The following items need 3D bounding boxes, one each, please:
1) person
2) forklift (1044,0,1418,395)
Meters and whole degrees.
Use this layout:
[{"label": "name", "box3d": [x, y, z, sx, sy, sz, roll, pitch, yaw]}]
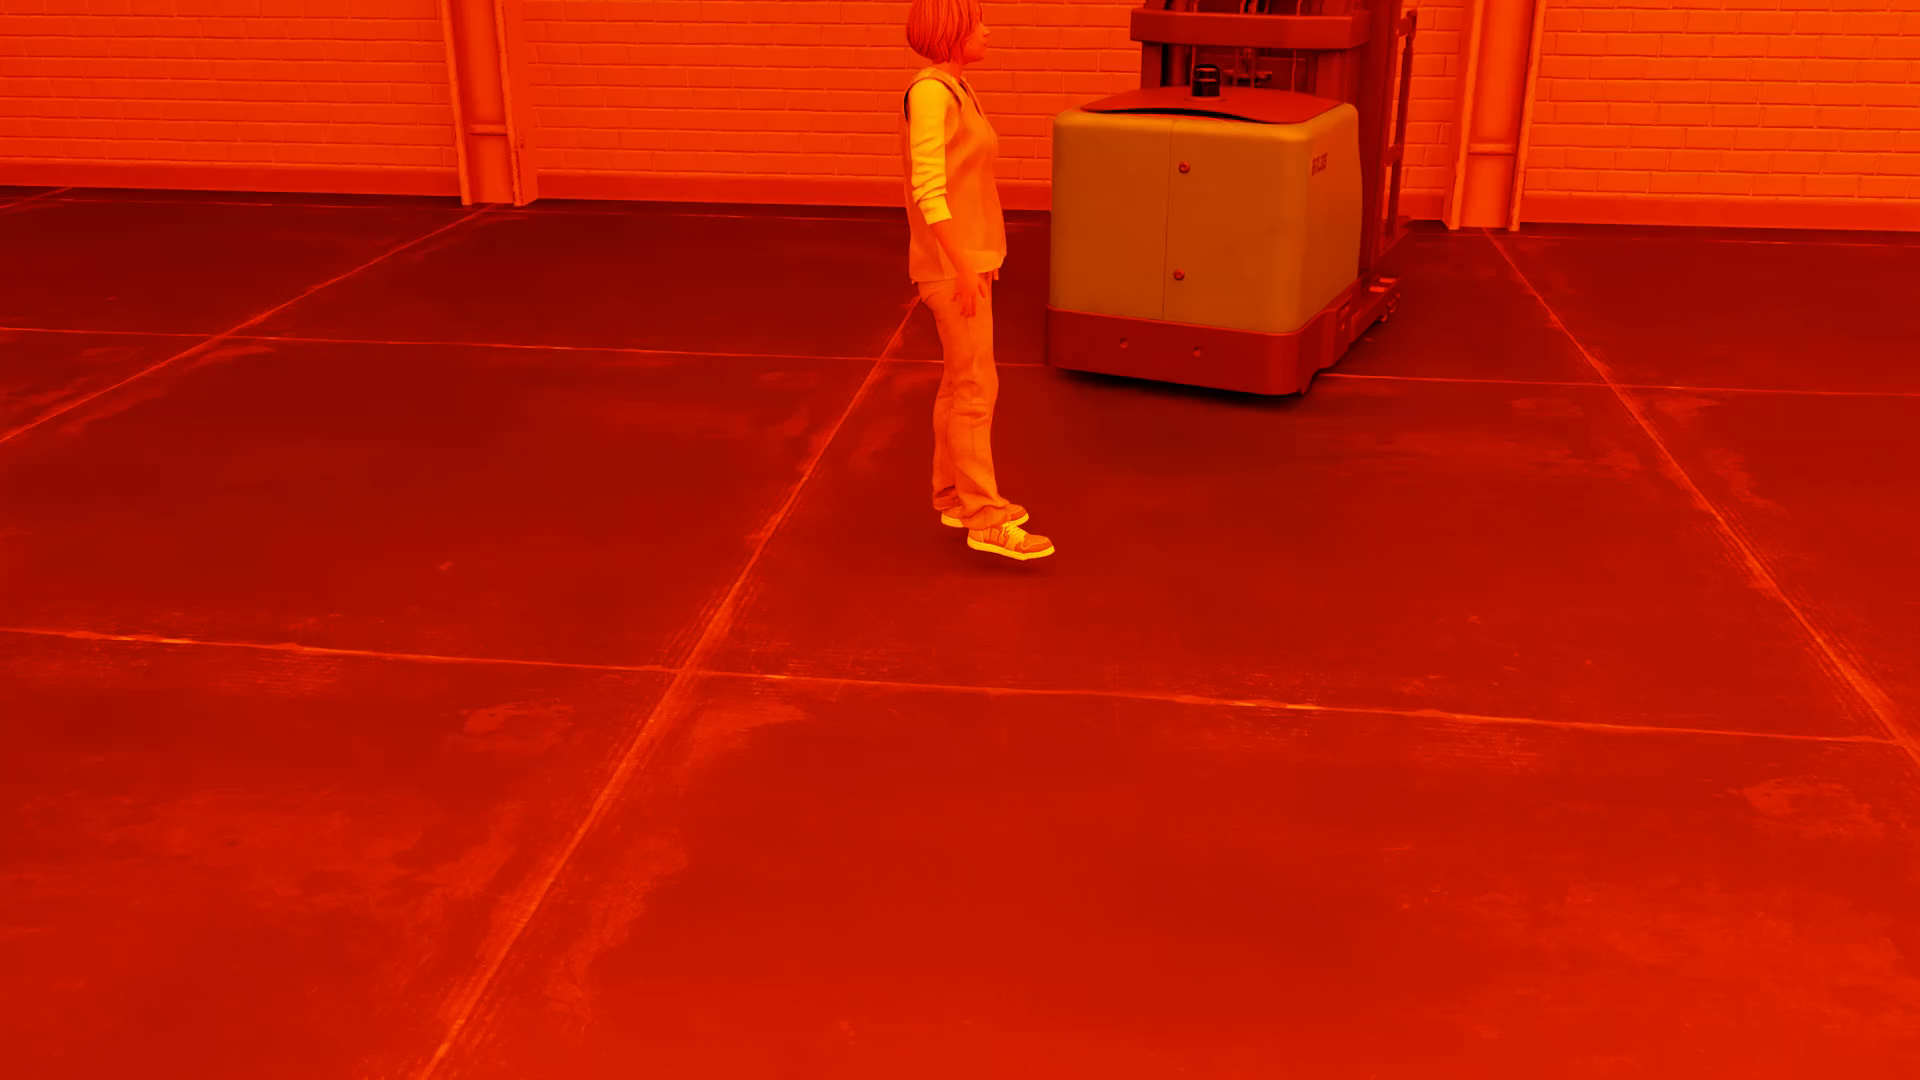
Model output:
[{"label": "person", "box3d": [0.072, -0.777, 4.839, 0.472, 1.599, 0.520, 3, 22, 7]}, {"label": "forklift", "box3d": [1.438, -2.427, 7.280, 1.130, 2.935, 3.031, 10, 24, 24]}]
